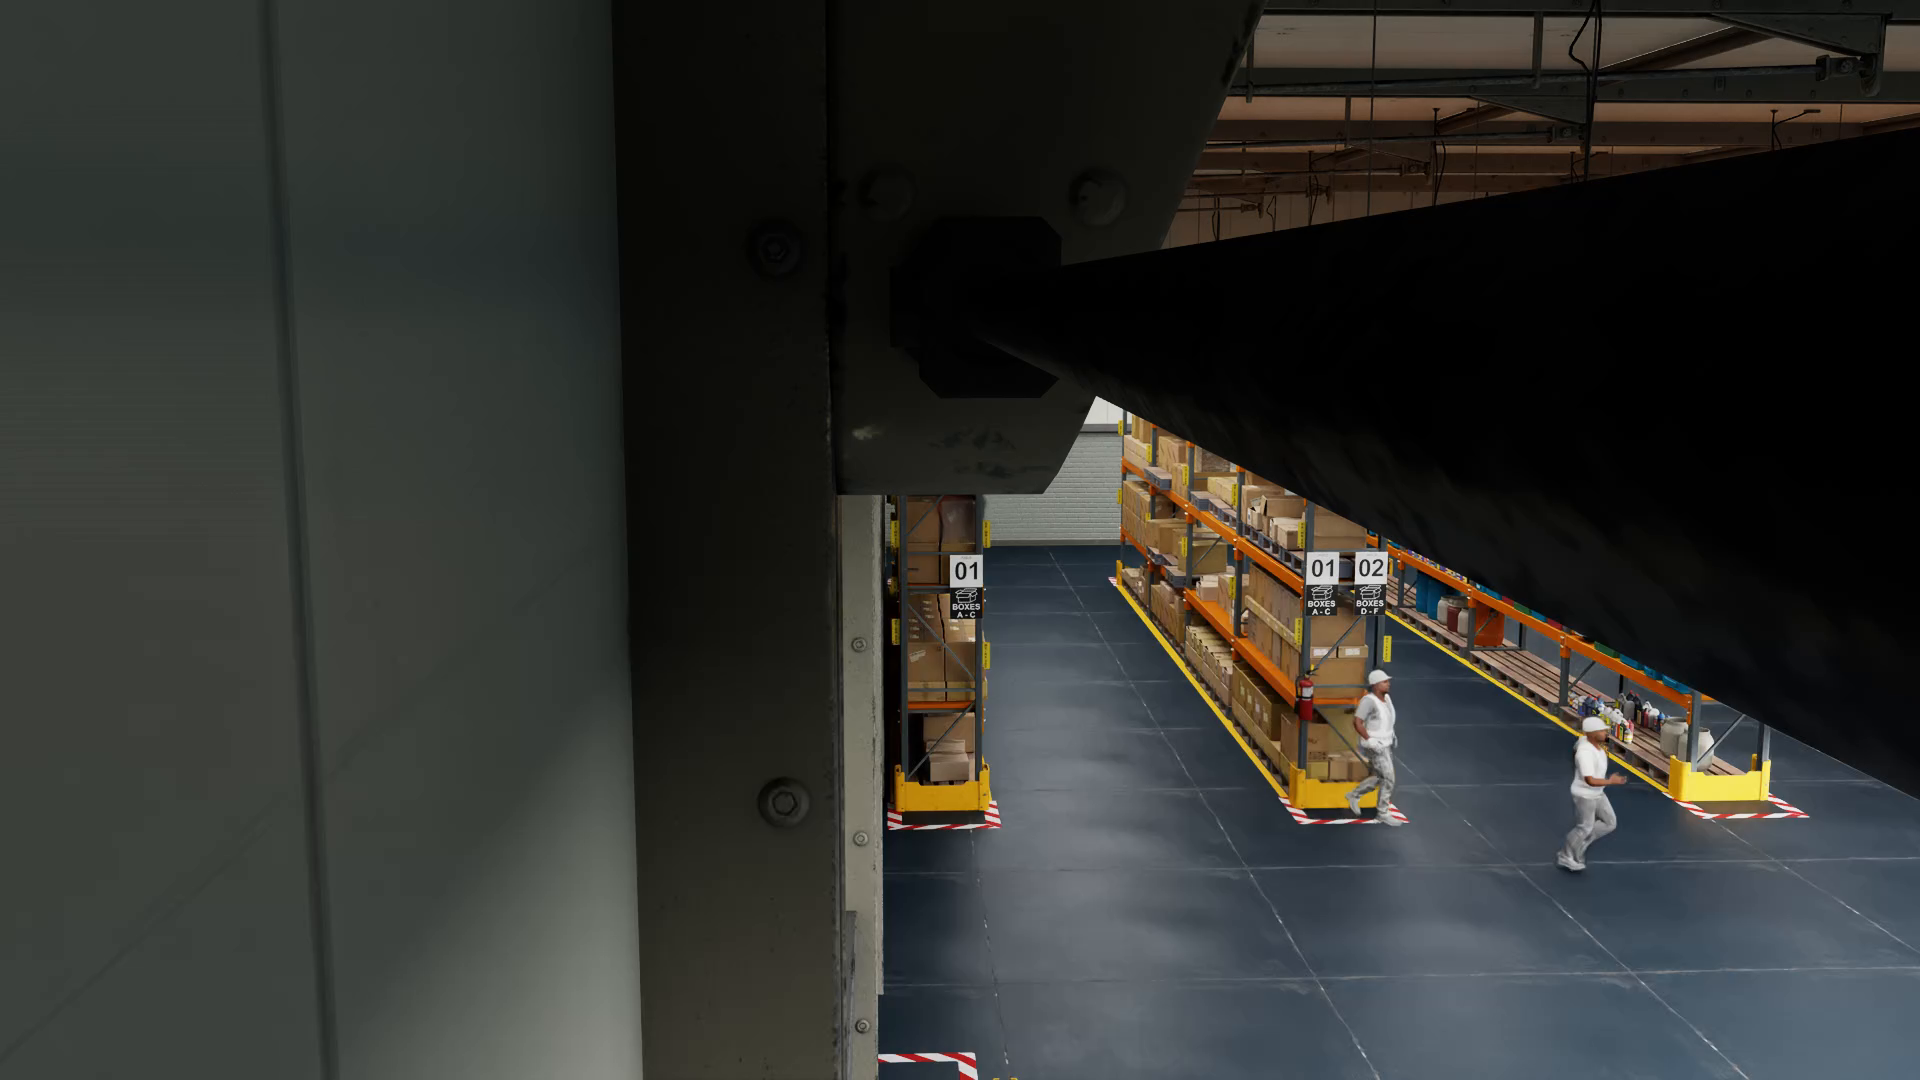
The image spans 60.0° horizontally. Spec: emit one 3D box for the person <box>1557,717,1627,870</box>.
[{"bbox_3d":[6.960,2.783,18.250,0.674,1.739,0.698,5,10,32],"label":"person"}]

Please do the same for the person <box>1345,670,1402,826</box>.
[{"bbox_3d":[4.807,2.374,19.215,0.711,1.770,0.708,5,10,33],"label":"person"}]
